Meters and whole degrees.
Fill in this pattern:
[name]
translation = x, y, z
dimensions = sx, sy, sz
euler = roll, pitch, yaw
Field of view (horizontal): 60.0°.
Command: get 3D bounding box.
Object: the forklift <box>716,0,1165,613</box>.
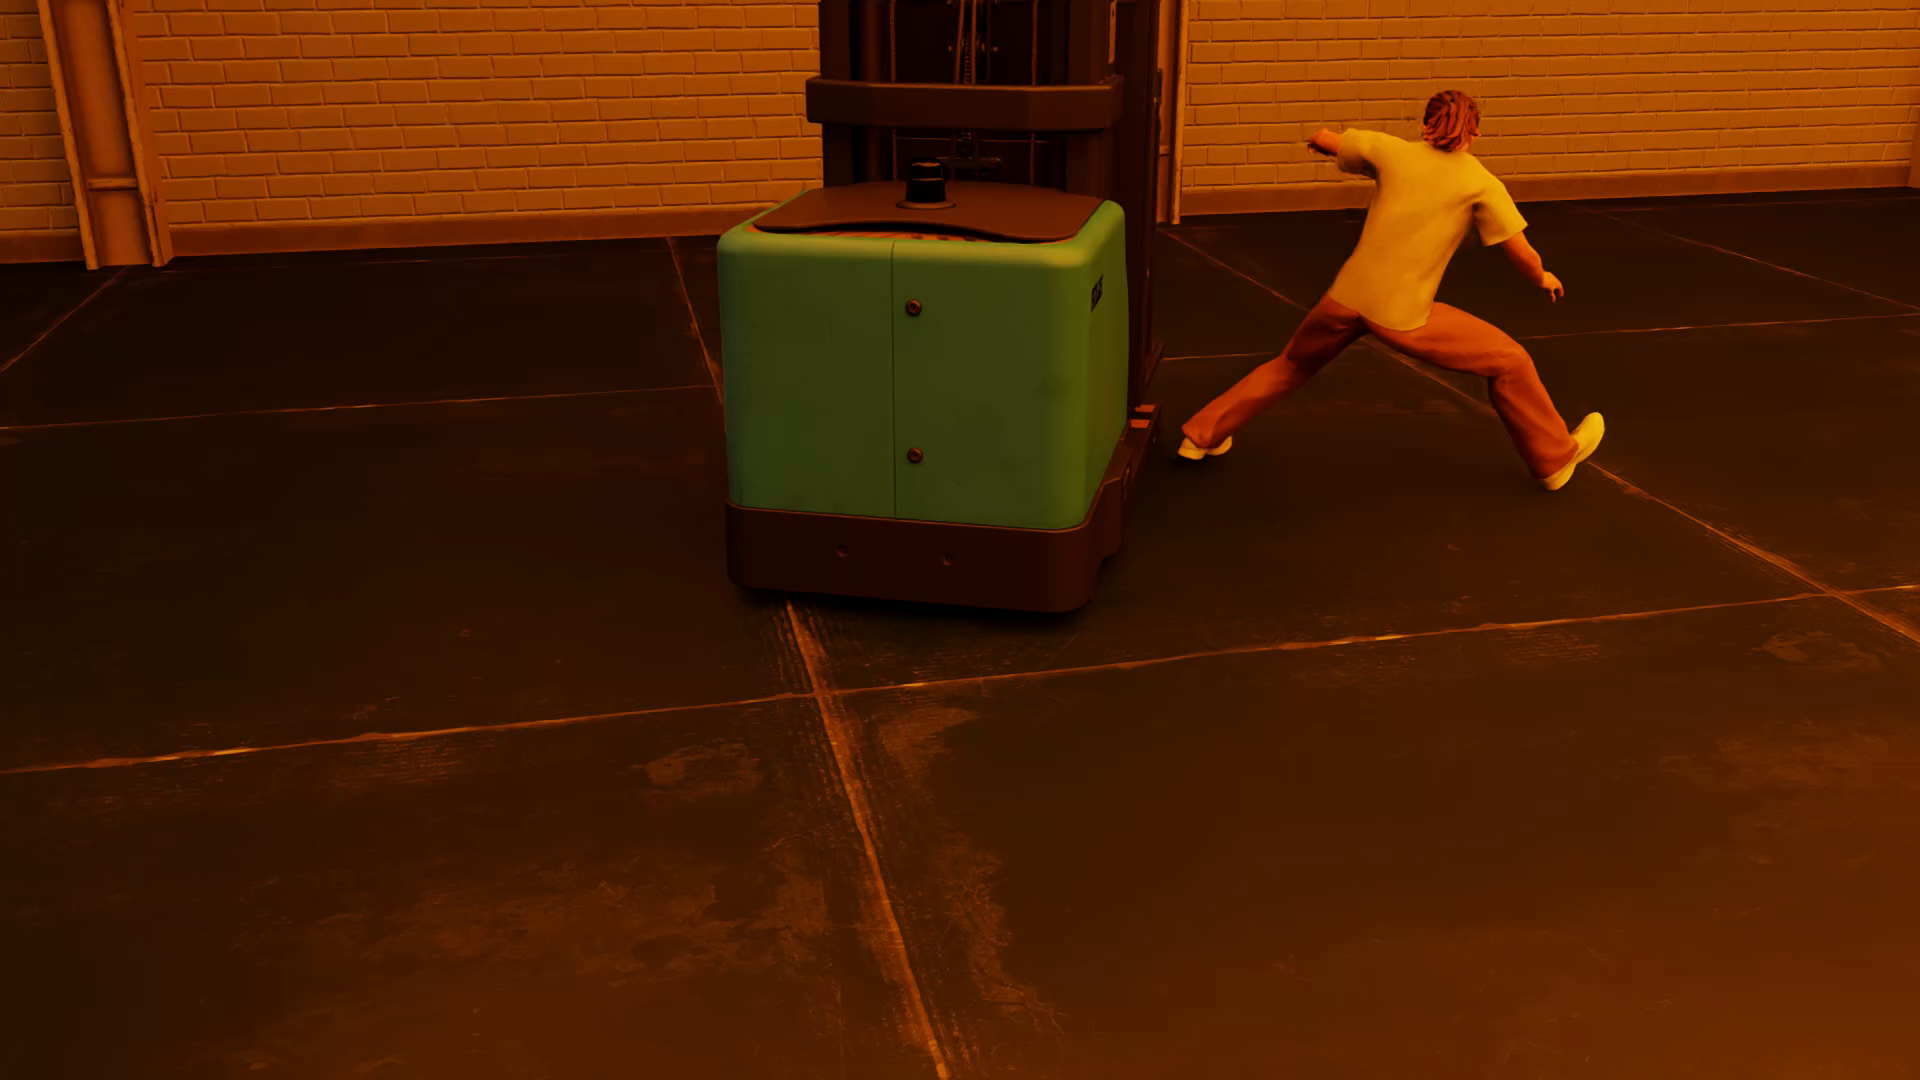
[forklift]
translation = 0.140, -1.661, 5.539
dimensions = 1.130, 2.935, 3.031
euler = 4, 21, 11

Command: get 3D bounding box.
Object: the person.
[person]
translation = 1.493, -0.847, 5.663
dimensions = 1.263, 1.326, 0.810
euler = 18, 27, 38
